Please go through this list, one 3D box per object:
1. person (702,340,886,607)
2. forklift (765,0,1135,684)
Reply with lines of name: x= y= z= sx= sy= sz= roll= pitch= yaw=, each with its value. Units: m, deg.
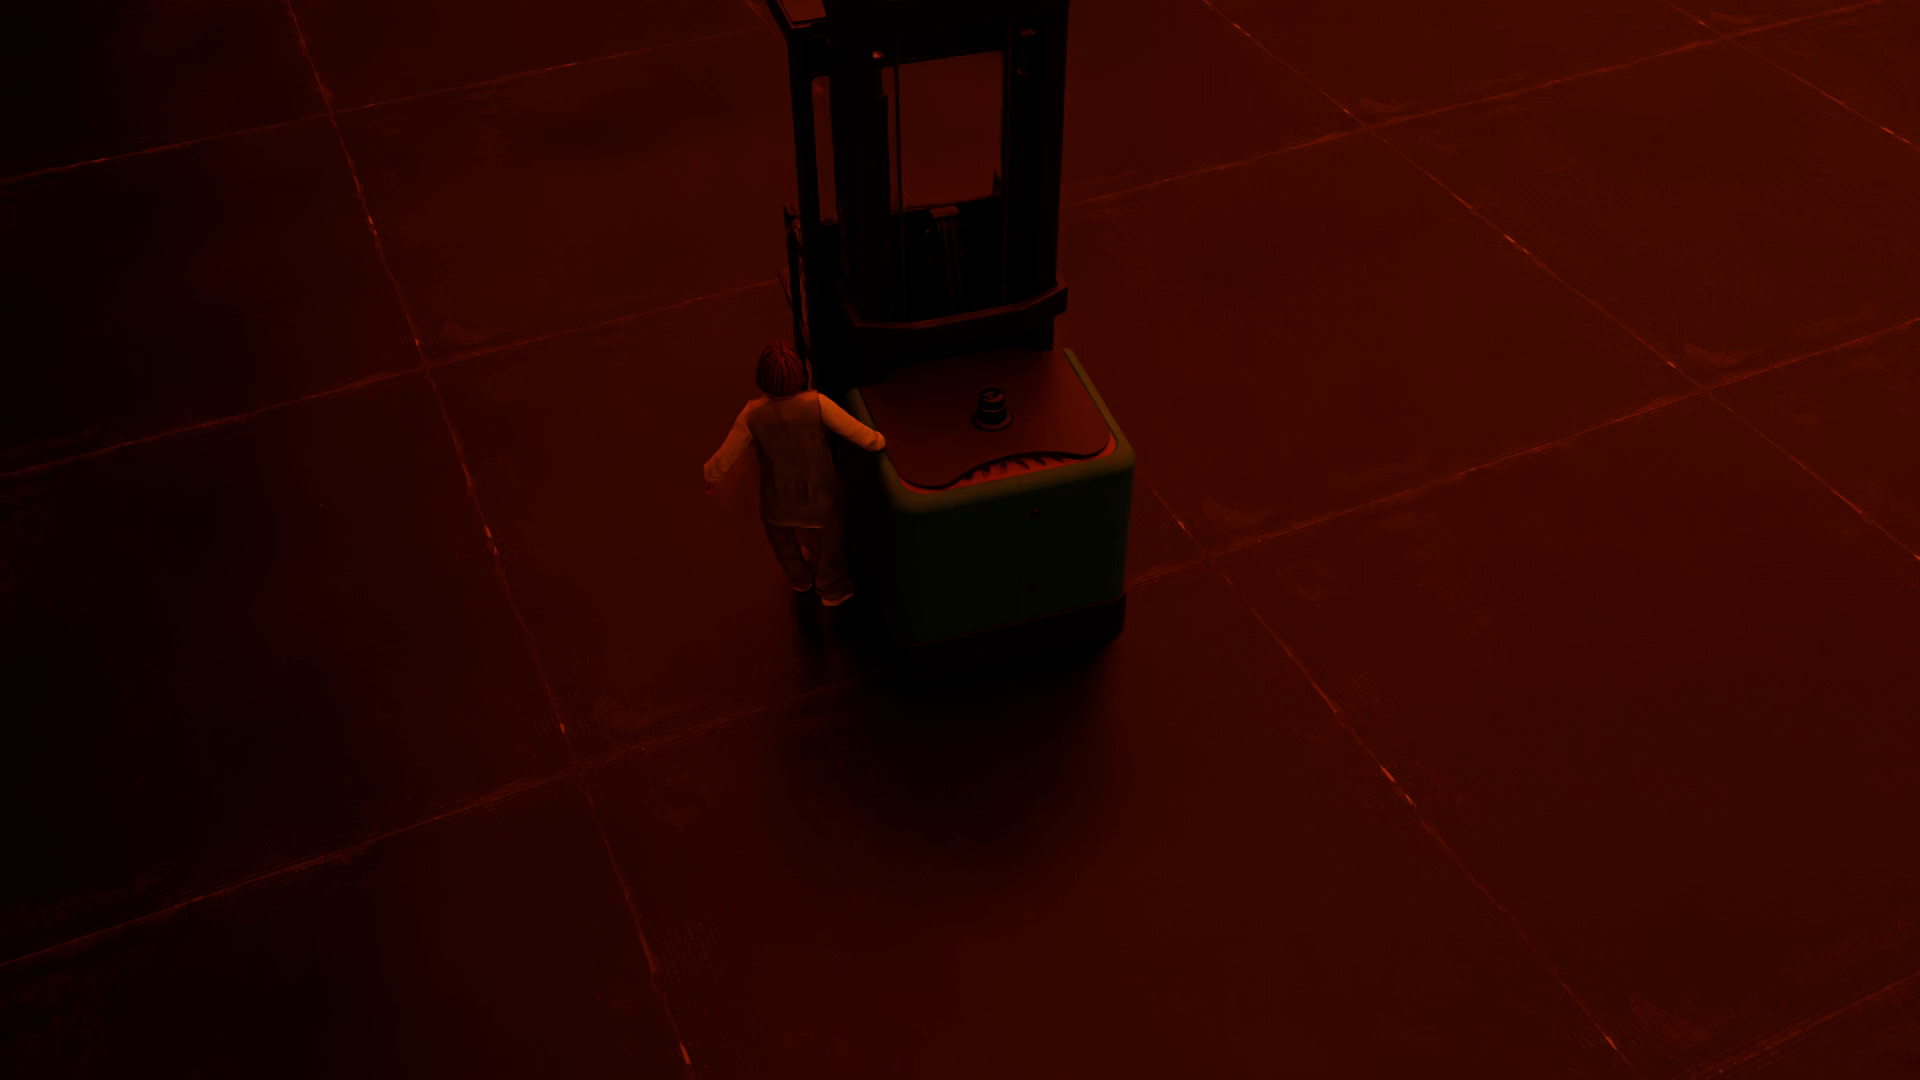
person: x=-0.670 y=-0.276 z=7.019 sx=0.794 sy=1.531 sz=0.651 roll=0 pitch=43 yaw=0
forklift: x=-0.211 y=-1.481 z=7.267 sx=1.130 sy=2.935 sz=3.031 roll=-12 pitch=44 yaw=-13
